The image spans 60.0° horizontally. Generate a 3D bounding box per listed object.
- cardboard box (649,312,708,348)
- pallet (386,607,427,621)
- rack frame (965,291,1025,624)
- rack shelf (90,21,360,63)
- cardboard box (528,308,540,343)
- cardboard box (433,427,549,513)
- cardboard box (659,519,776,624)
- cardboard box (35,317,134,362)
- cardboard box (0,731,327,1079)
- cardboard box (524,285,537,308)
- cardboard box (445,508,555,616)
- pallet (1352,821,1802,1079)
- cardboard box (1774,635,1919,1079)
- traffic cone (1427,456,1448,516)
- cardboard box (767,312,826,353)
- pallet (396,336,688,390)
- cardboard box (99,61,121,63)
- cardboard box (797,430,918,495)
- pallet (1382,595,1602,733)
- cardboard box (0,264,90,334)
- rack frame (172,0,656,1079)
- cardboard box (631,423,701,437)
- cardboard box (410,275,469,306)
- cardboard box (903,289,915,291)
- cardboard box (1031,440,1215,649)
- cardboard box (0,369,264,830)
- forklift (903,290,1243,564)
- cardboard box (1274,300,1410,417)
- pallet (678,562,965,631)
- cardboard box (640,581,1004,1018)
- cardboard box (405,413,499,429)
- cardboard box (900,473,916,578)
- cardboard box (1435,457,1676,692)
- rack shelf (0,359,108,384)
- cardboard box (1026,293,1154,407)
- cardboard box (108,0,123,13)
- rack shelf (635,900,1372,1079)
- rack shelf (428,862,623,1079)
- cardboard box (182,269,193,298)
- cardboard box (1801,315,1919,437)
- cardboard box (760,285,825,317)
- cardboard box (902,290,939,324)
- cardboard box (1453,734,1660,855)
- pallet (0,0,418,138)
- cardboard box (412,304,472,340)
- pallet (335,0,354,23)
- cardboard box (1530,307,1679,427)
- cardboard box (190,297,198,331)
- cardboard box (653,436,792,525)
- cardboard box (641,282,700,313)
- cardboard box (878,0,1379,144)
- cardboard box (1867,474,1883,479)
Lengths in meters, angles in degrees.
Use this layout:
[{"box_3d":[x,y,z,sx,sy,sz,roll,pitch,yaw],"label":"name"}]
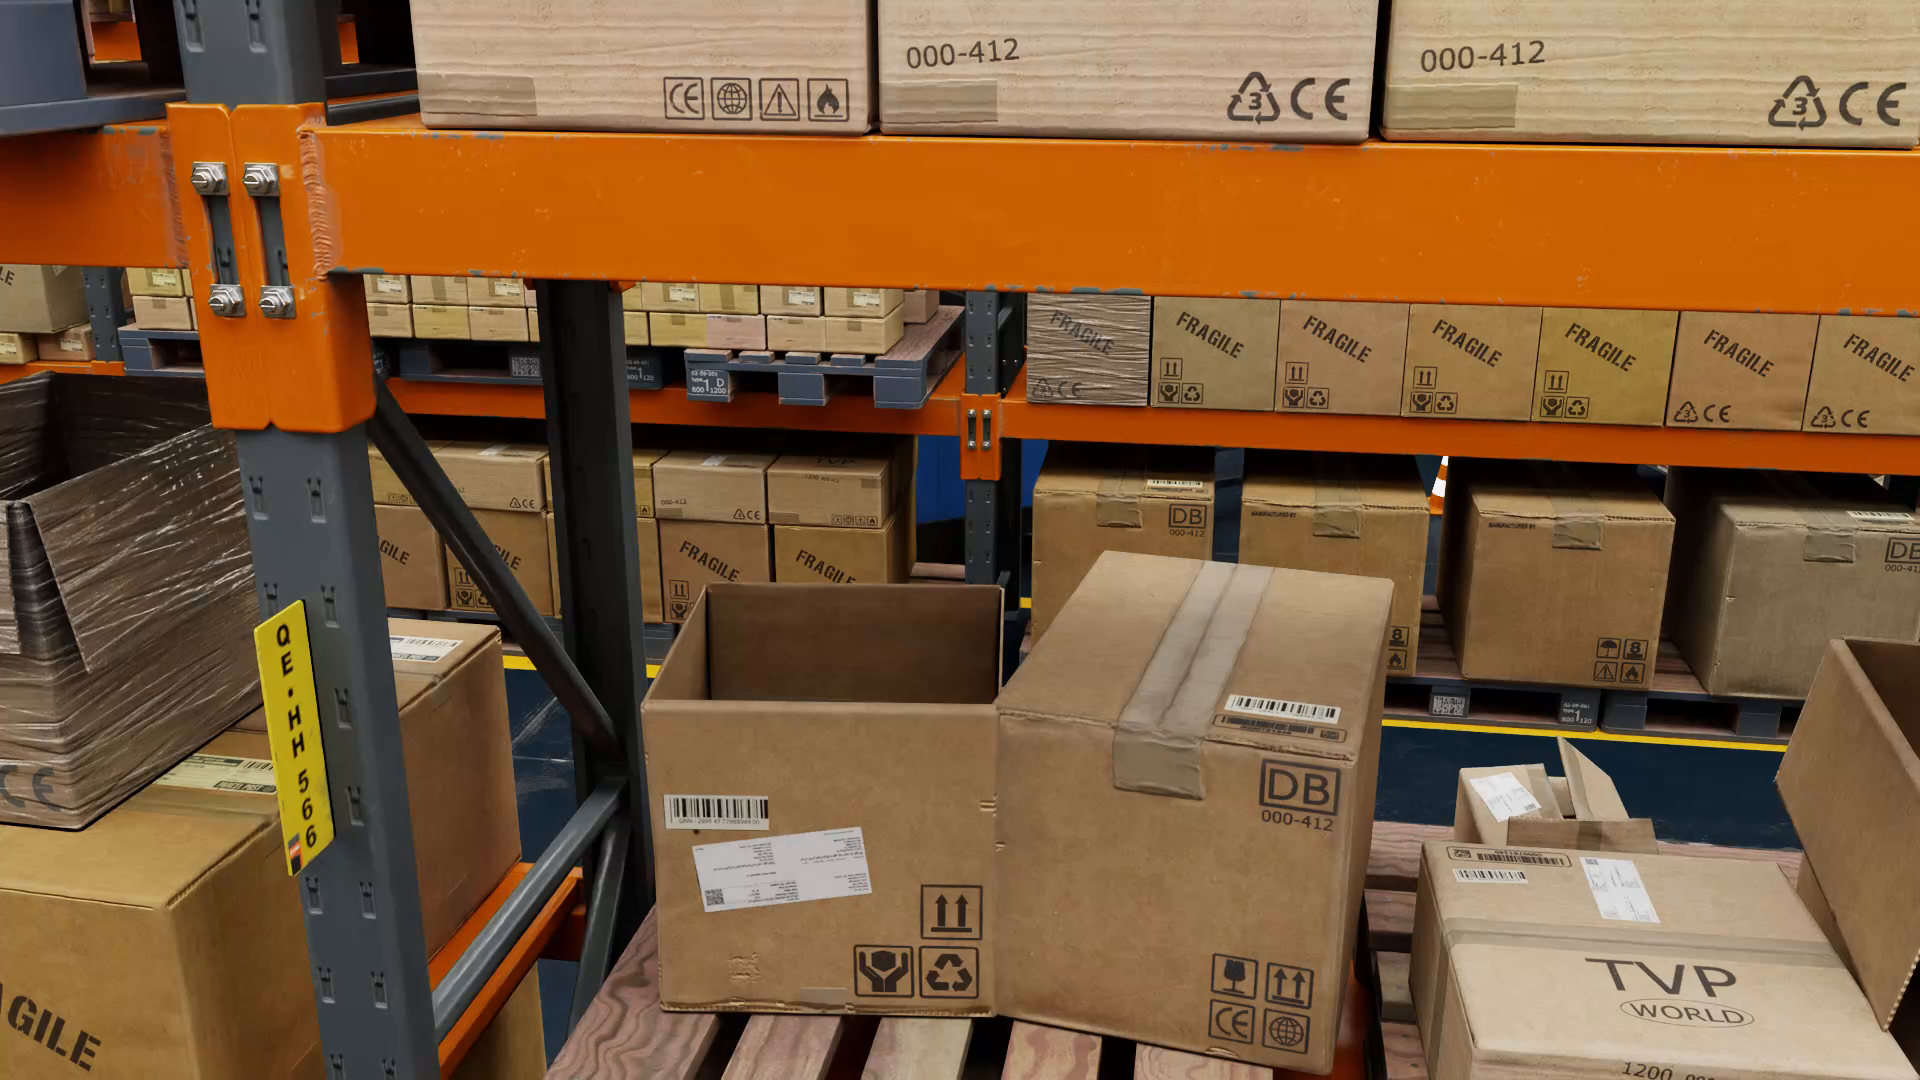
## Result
[{"box_3d":[-1.142,-0.932,7.094,0.250,0.149,0.380,3,19,8],"label":"cardboard box"},{"box_3d":[-3.018,0.229,8.287,1.213,0.211,1.003,3,19,9],"label":"pallet"},{"box_3d":[0.162,-0.931,7.359,0.127,3.000,1.000,3,19,9],"label":"rack frame"},{"box_3d":[-1.813,-2.113,7.298,4.000,0.370,1.077,3,19,9],"label":"rack shelf"},{"box_3d":[-1.663,-0.958,7.174,0.250,0.149,0.380,3,19,10],"label":"cardboard box"},{"box_3d":[-2.071,-0.329,7.654,0.500,0.250,0.500,4,19,11],"label":"cardboard box"},{"box_3d":[-1.041,0.077,7.625,0.500,0.500,0.500,4,19,11],"label":"cardboard box"},{"box_3d":[-4.106,-0.954,7.824,0.250,0.149,0.380,3,19,8],"label":"cardboard box"},{"box_3d":[-1.251,0.623,2.556,0.500,0.500,0.500,4,19,10],"label":"cardboard box"},{"box_3d":[-1.672,-1.099,7.125,0.250,0.149,0.380,3,19,10],"label":"cardboard box"},{"box_3d":[-2.058,0.022,7.787,0.500,0.500,0.500,3,19,10],"label":"cardboard box"},{"box_3d":[1.237,0.795,2.501,1.213,0.211,1.003,3,19,9],"label":"pallet"},{"box_3d":[1.499,0.512,2.220,0.637,0.503,0.797,5,19,14],"label":"cardboard box"},{"box_3d":[2.906,-0.408,9.793,0.334,0.463,0.336,3,19,9],"label":"traffic cone"},{"box_3d":[-0.643,-0.905,7.015,0.250,0.149,0.380,3,19,9],"label":"cardboard box"},{"box_3d":[-1.799,-0.927,7.649,1.213,0.211,1.003,3,19,9],"label":"pallet"},{"box_3d":[-6.236,-3.574,12.503,0.250,0.149,0.380,4,19,10],"label":"cardboard box"},{"box_3d":[-0.480,-0.411,7.900,0.500,0.250,0.500,2,19,6],"label":"cardboard box"},{"box_3d":[2.130,0.517,7.427,1.213,0.211,1.003,3,19,9],"label":"pallet"},{"box_3d":[-4.310,-1.257,7.706,0.500,0.500,0.500,3,19,9],"label":"cardboard box"},{"box_3d":[-0.724,0.617,2.733,0.053,2.616,0.949,3,19,9],"label":"rack frame"},{"box_3d":[-1.468,-0.466,8.063,0.500,0.250,0.500,3,19,9],"label":"cardboard box"},{"box_3d":[-2.175,-1.125,7.204,0.250,0.149,0.380,3,19,8],"label":"cardboard box"},{"box_3d":[-0.283,-1.240,7.546,0.250,0.149,0.380,4,19,11],"label":"cardboard box"},{"box_3d":[0.749,-0.005,7.473,0.750,0.750,1.050,3,19,8],"label":"cardboard box"},{"box_3d":[-1.444,0.053,2.680,0.637,0.503,0.797,4,19,11],"label":"cardboard box"},{"box_3d":[0.669,-1.508,9.191,3.031,2.935,1.130,-9,21,-26],"label":"forklift"},{"box_3d":[1.563,-0.821,6.873,0.500,0.500,0.500,3,19,9],"label":"cardboard box"},{"box_3d":[-0.609,0.351,7.920,1.213,0.211,1.003,3,19,9],"label":"pallet"},{"box_3d":[-0.185,0.386,2.604,0.500,0.500,0.500,1,19,2],"label":"cardboard box"},{"box_3d":[-2.506,-0.514,8.207,0.500,0.250,0.500,4,19,11],"label":"cardboard box"},{"box_3d":[-0.496,-0.060,8.034,0.500,0.500,0.500,2,19,6],"label":"cardboard box"},{"box_3d":[2.532,0.085,7.205,0.750,0.750,1.050,3,19,9],"label":"cardboard box"},{"box_3d":[-5.762,-0.892,8.376,4.000,0.370,1.077,3,19,9],"label":"rack shelf"},{"box_3d":[0.563,-0.871,7.023,0.500,0.500,0.500,3,19,9],"label":"cardboard box"},{"box_3d":[-4.202,-2.590,7.825,0.500,0.250,0.500,4,19,11],"label":"cardboard box"},{"box_3d":[1.250,1.059,2.543,4.000,0.370,1.077,3,19,9],"label":"rack shelf"},{"box_3d":[-2.699,0.858,3.145,4.000,0.370,1.077,3,19,9],"label":"rack shelf"},{"box_3d":[-3.215,-1.177,7.360,0.250,0.149,0.380,3,19,8],"label":"cardboard box"},{"box_3d":[3.554,-0.720,6.570,0.500,0.500,0.500,3,19,8],"label":"cardboard box"},{"box_3d":[-0.662,-1.047,6.972,0.250,0.149,0.380,4,19,11],"label":"cardboard box"},{"box_3d":[-0.248,-1.097,7.588,0.250,0.149,0.380,3,19,8],"label":"cardboard box"},{"box_3d":[0.965,0.481,2.687,0.258,0.266,0.396,2,19,7],"label":"cardboard box"},{"box_3d":[-1.369,-0.731,2.331,1.003,0.211,1.213,4,19,11],"label":"pallet"},{"box_3d":[-2.181,-0.985,7.253,0.250,0.149,0.380,3,19,8],"label":"cardboard box"},{"box_3d":[-2.170,-2.350,7.169,1.003,0.211,1.213,3,19,9],"label":"pallet"},{"box_3d":[2.556,-0.771,6.722,0.500,0.500,0.500,3,19,9],"label":"cardboard box"},{"box_3d":[-3.197,-1.037,7.408,0.250,0.149,0.380,3,19,10],"label":"cardboard box"},{"box_3d":[-1.055,-0.275,7.493,0.500,0.250,0.500,3,19,9],"label":"cardboard box"},{"box_3d":[-1.169,-1.073,7.047,0.250,0.149,0.380,3,19,9],"label":"cardboard box"},{"box_3d":[0.206,-0.604,1.891,0.500,0.250,0.500,3,19,10],"label":"cardboard box"},{"box_3d":[5.639,-0.621,10.368,0.500,0.500,0.500,-15,24,-38],"label":"cardboard box"}]
